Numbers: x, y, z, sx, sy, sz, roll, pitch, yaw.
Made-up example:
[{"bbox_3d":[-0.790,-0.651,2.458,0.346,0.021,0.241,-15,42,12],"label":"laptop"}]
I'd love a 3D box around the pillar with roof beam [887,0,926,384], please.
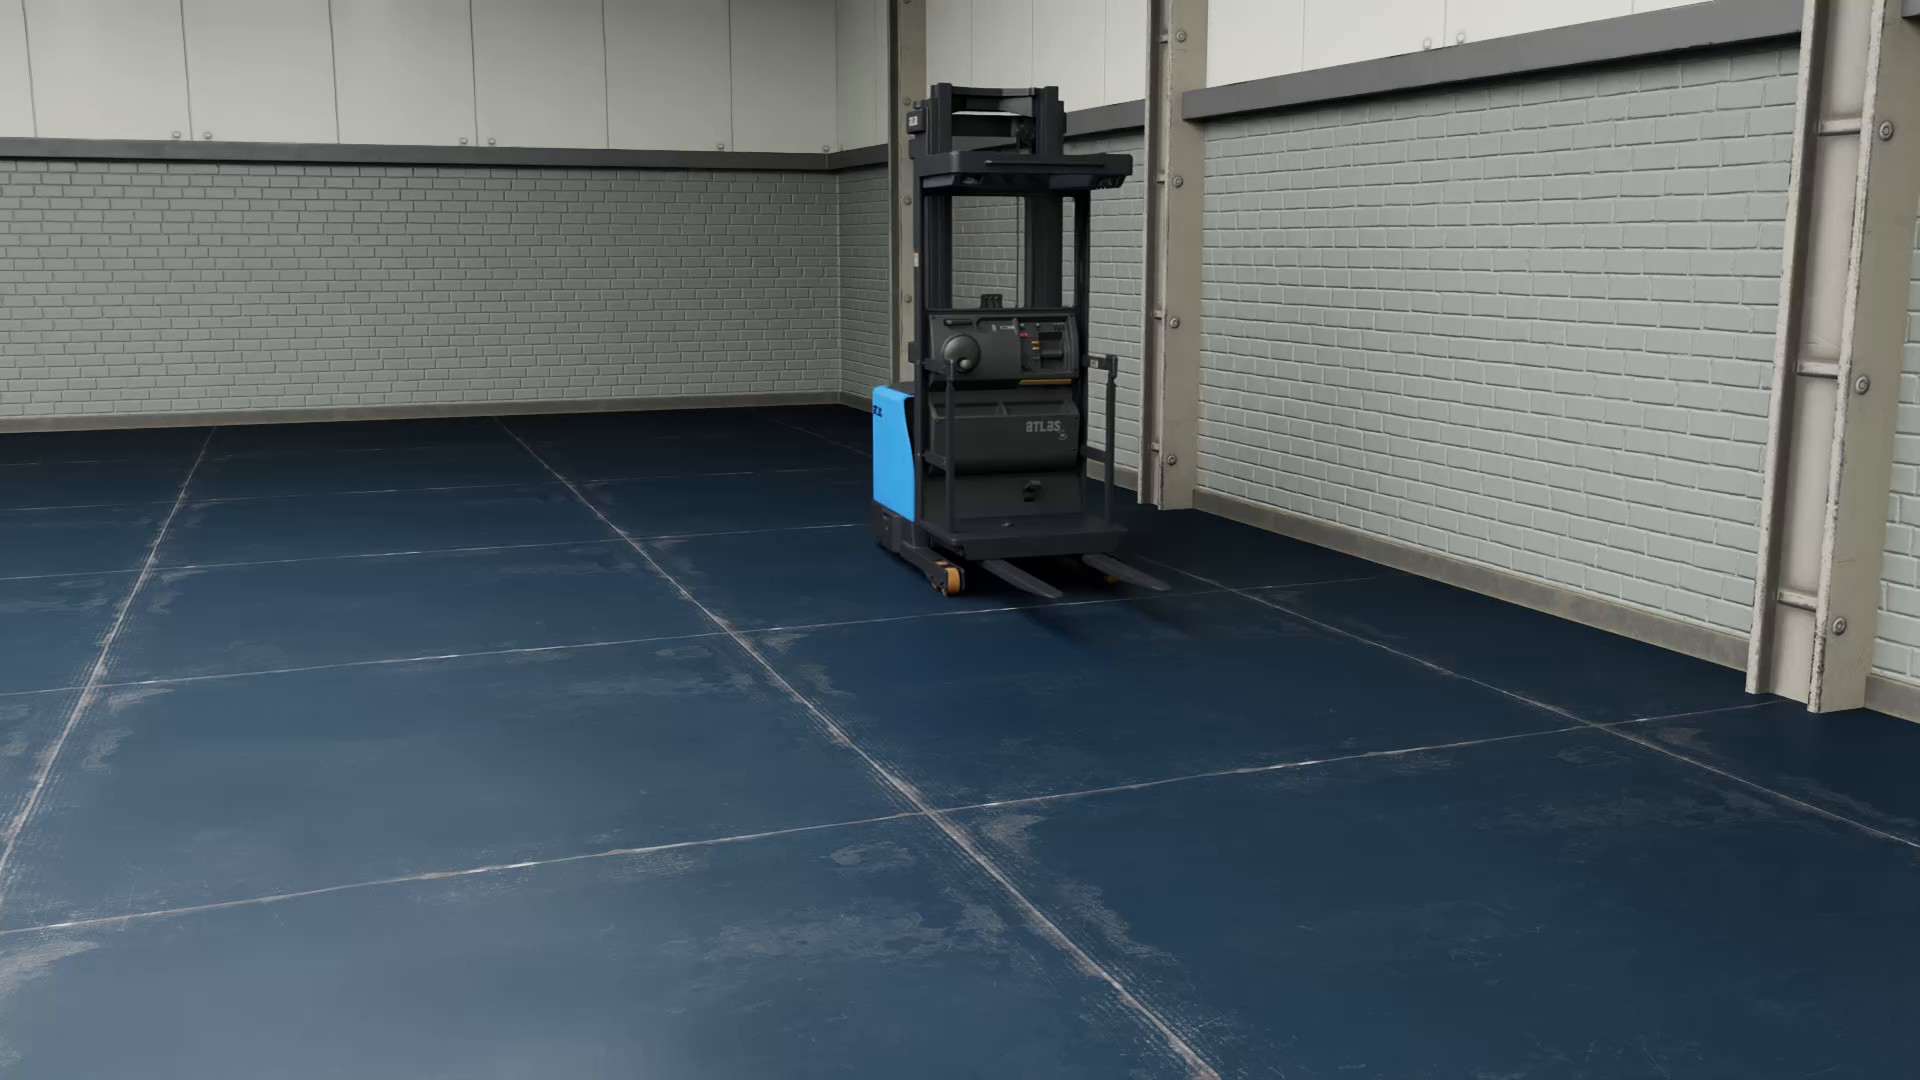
[{"bbox_3d":[-4.579,-5.407,16.124,9.100,9.000,0.400,-4,11,-21],"label":"pillar with roof beam"}]

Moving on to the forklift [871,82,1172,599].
[{"bbox_3d":[0.333,-1.201,9.800,1.130,2.935,3.031,-3,11,-17],"label":"forklift"}]

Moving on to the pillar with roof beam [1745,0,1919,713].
[{"bbox_3d":[-0.230,-3.449,5.112,9.100,9.000,0.400,-4,11,-21],"label":"pillar with roof beam"}]

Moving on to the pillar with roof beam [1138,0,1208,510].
[{"bbox_3d":[-2.404,-4.428,10.618,9.100,9.000,0.400,-4,11,-21],"label":"pillar with roof beam"}]
